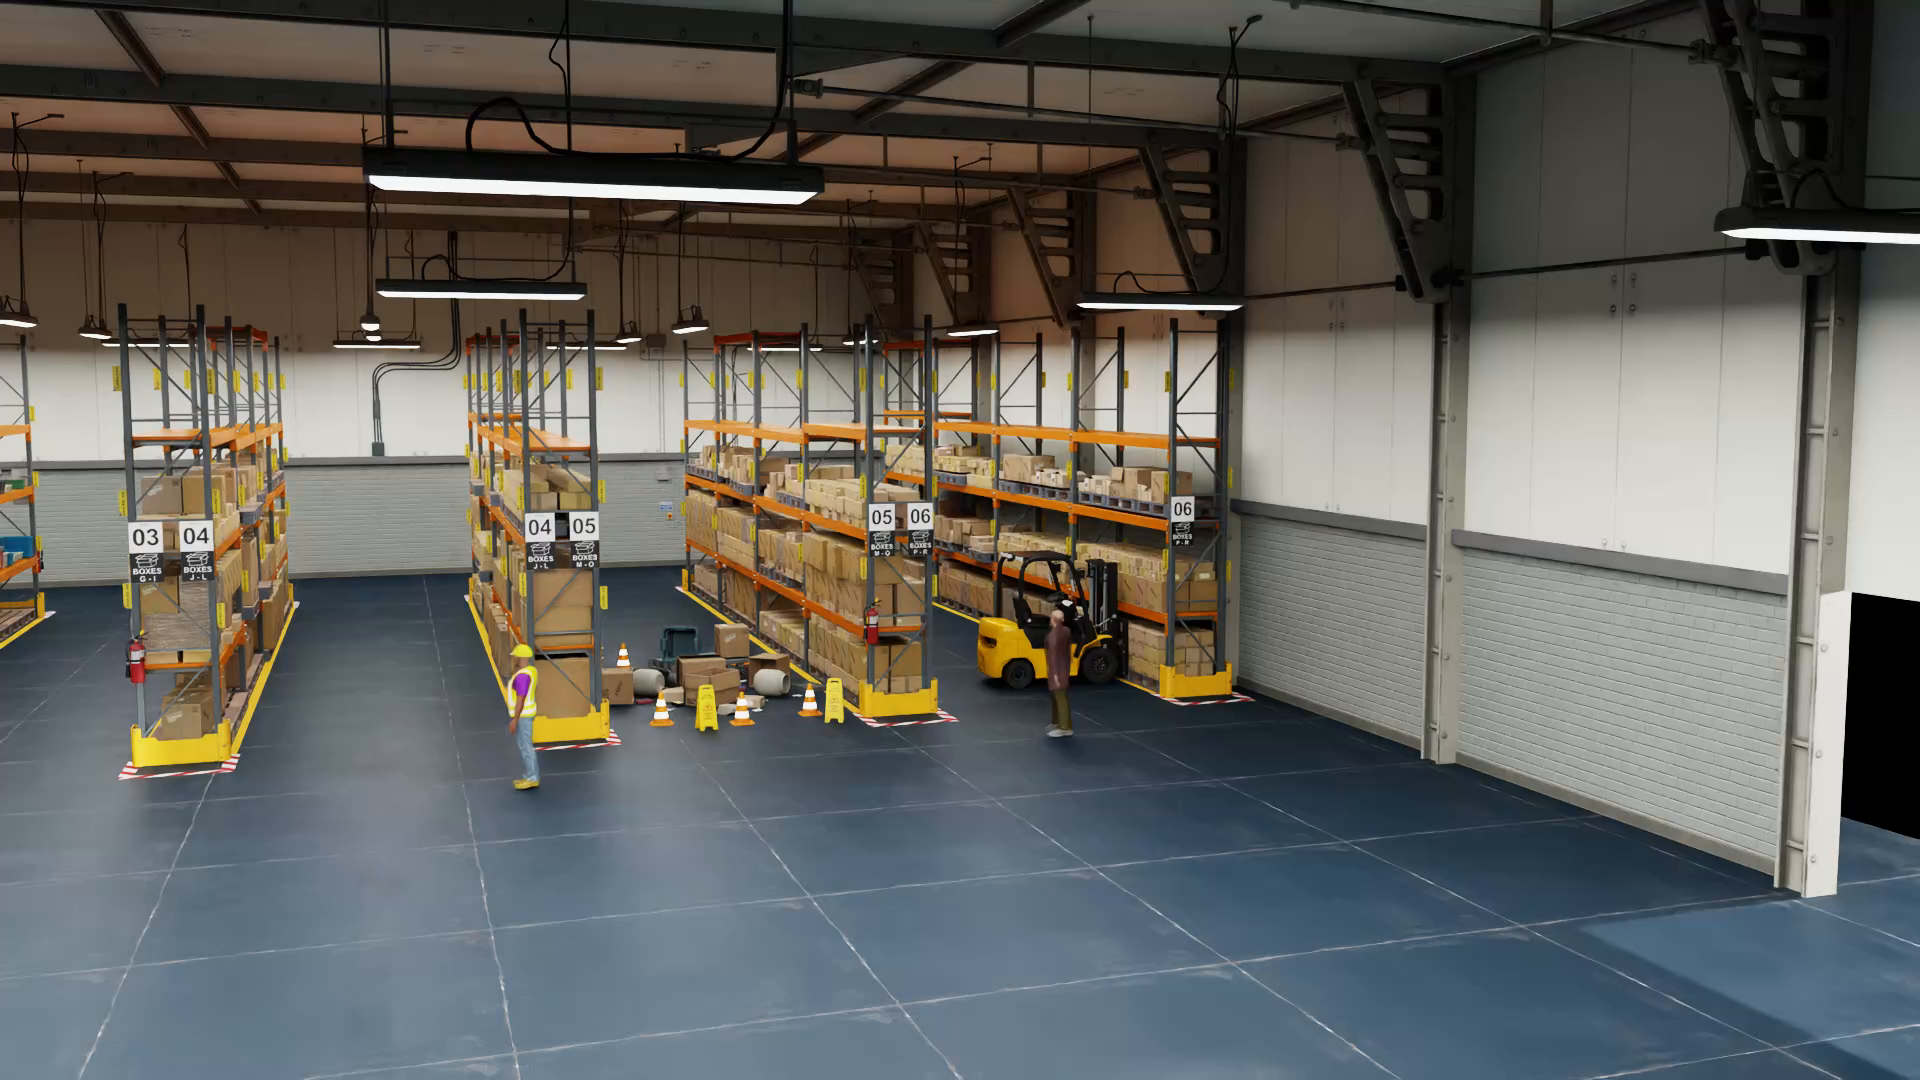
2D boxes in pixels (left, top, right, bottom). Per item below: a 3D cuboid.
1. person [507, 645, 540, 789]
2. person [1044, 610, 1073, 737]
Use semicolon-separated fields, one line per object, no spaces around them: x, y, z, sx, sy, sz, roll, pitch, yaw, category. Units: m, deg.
-5.391;2.180;20.533;0.360;1.784;0.631;-1;5;-8;person
1.400;1.873;23.600;0.480;1.801;0.767;1;6;13;person
